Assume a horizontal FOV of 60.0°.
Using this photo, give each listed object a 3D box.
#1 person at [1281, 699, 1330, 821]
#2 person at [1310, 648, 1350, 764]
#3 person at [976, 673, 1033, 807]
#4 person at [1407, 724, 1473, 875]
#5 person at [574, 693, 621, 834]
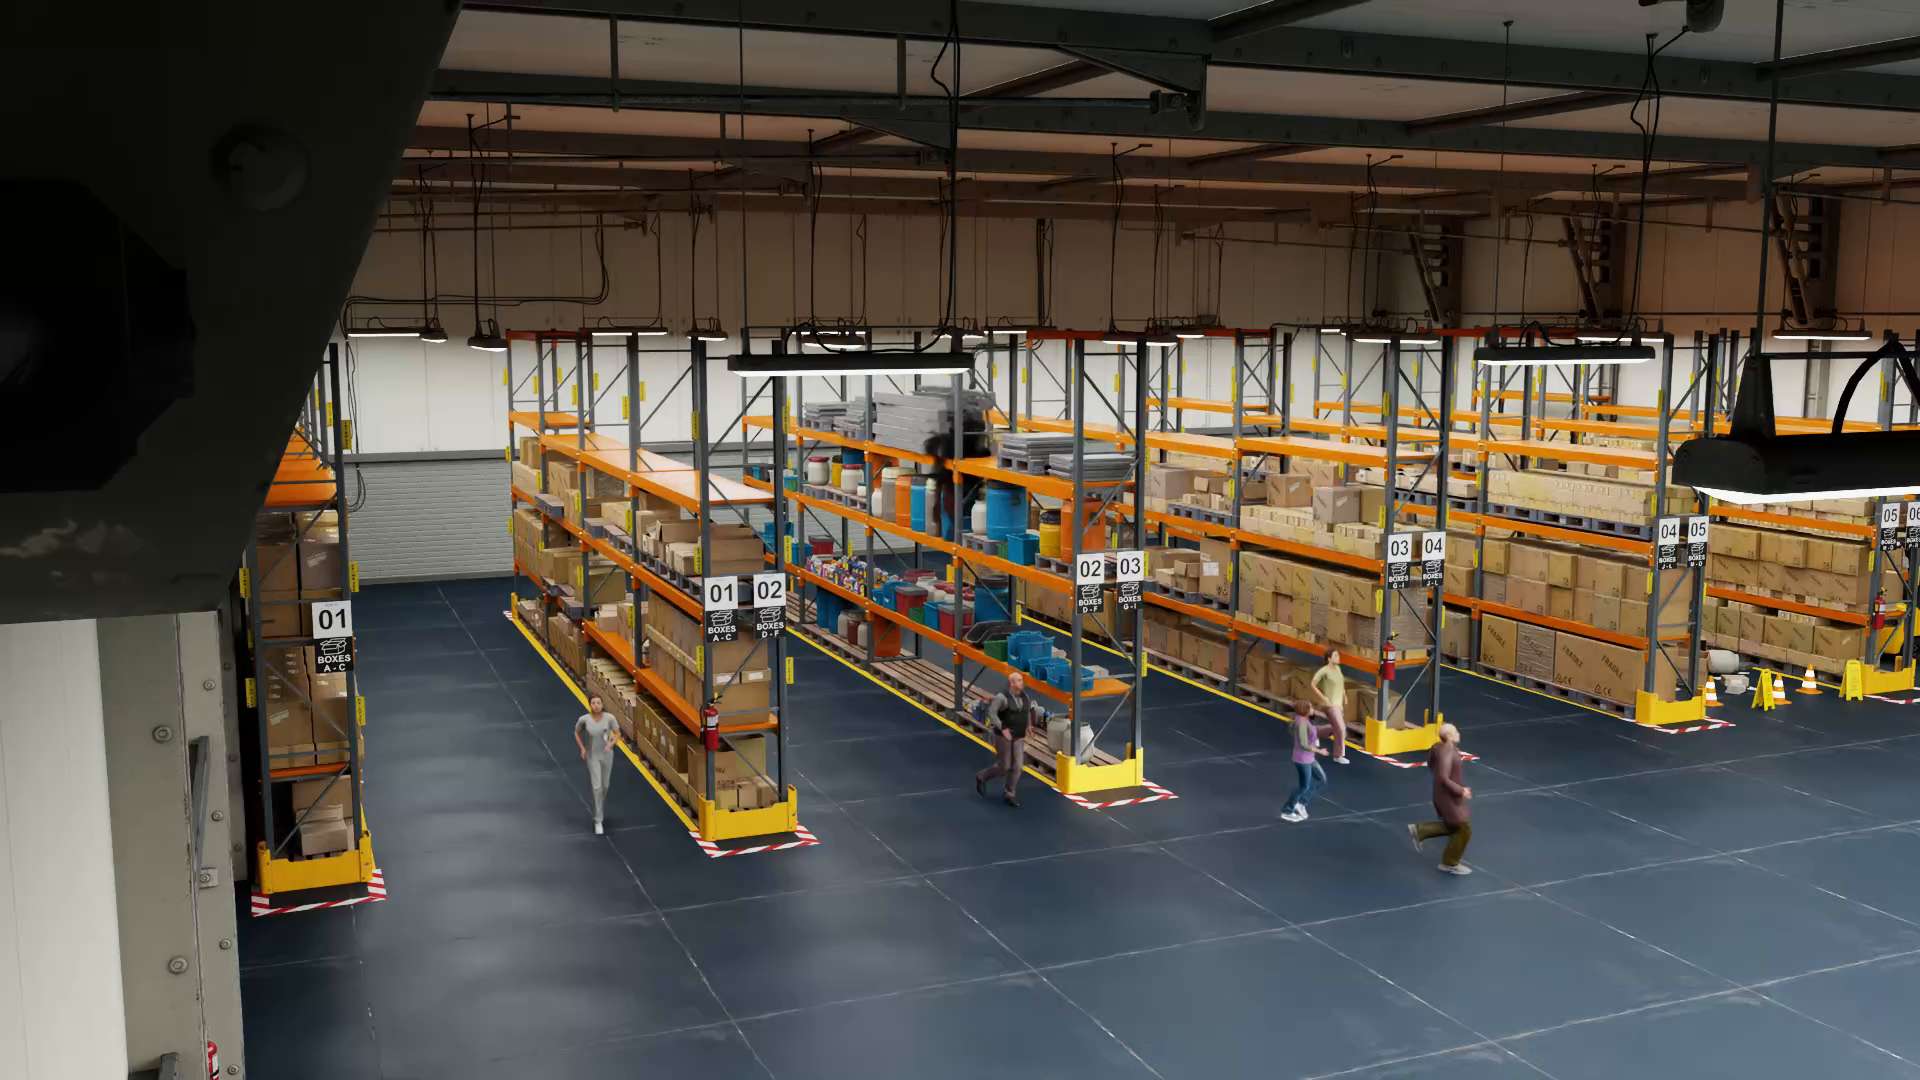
[{"bbox_3d":[4.314,2.742,20.749,0.577,1.560,0.550,2,8,12],"label":"person"},{"bbox_3d":[5.237,2.336,23.616,0.618,1.606,0.772,-7,10,-42],"label":"person"},{"bbox_3d":[0.663,2.560,21.695,0.717,1.684,0.742,-6,10,-38],"label":"person"},{"bbox_3d":[5.471,2.956,18.871,0.709,1.690,0.741,0,8,3],"label":"person"},{"bbox_3d":[-4.472,2.707,20.579,0.557,1.686,0.835,-3,8,-20],"label":"person"}]
